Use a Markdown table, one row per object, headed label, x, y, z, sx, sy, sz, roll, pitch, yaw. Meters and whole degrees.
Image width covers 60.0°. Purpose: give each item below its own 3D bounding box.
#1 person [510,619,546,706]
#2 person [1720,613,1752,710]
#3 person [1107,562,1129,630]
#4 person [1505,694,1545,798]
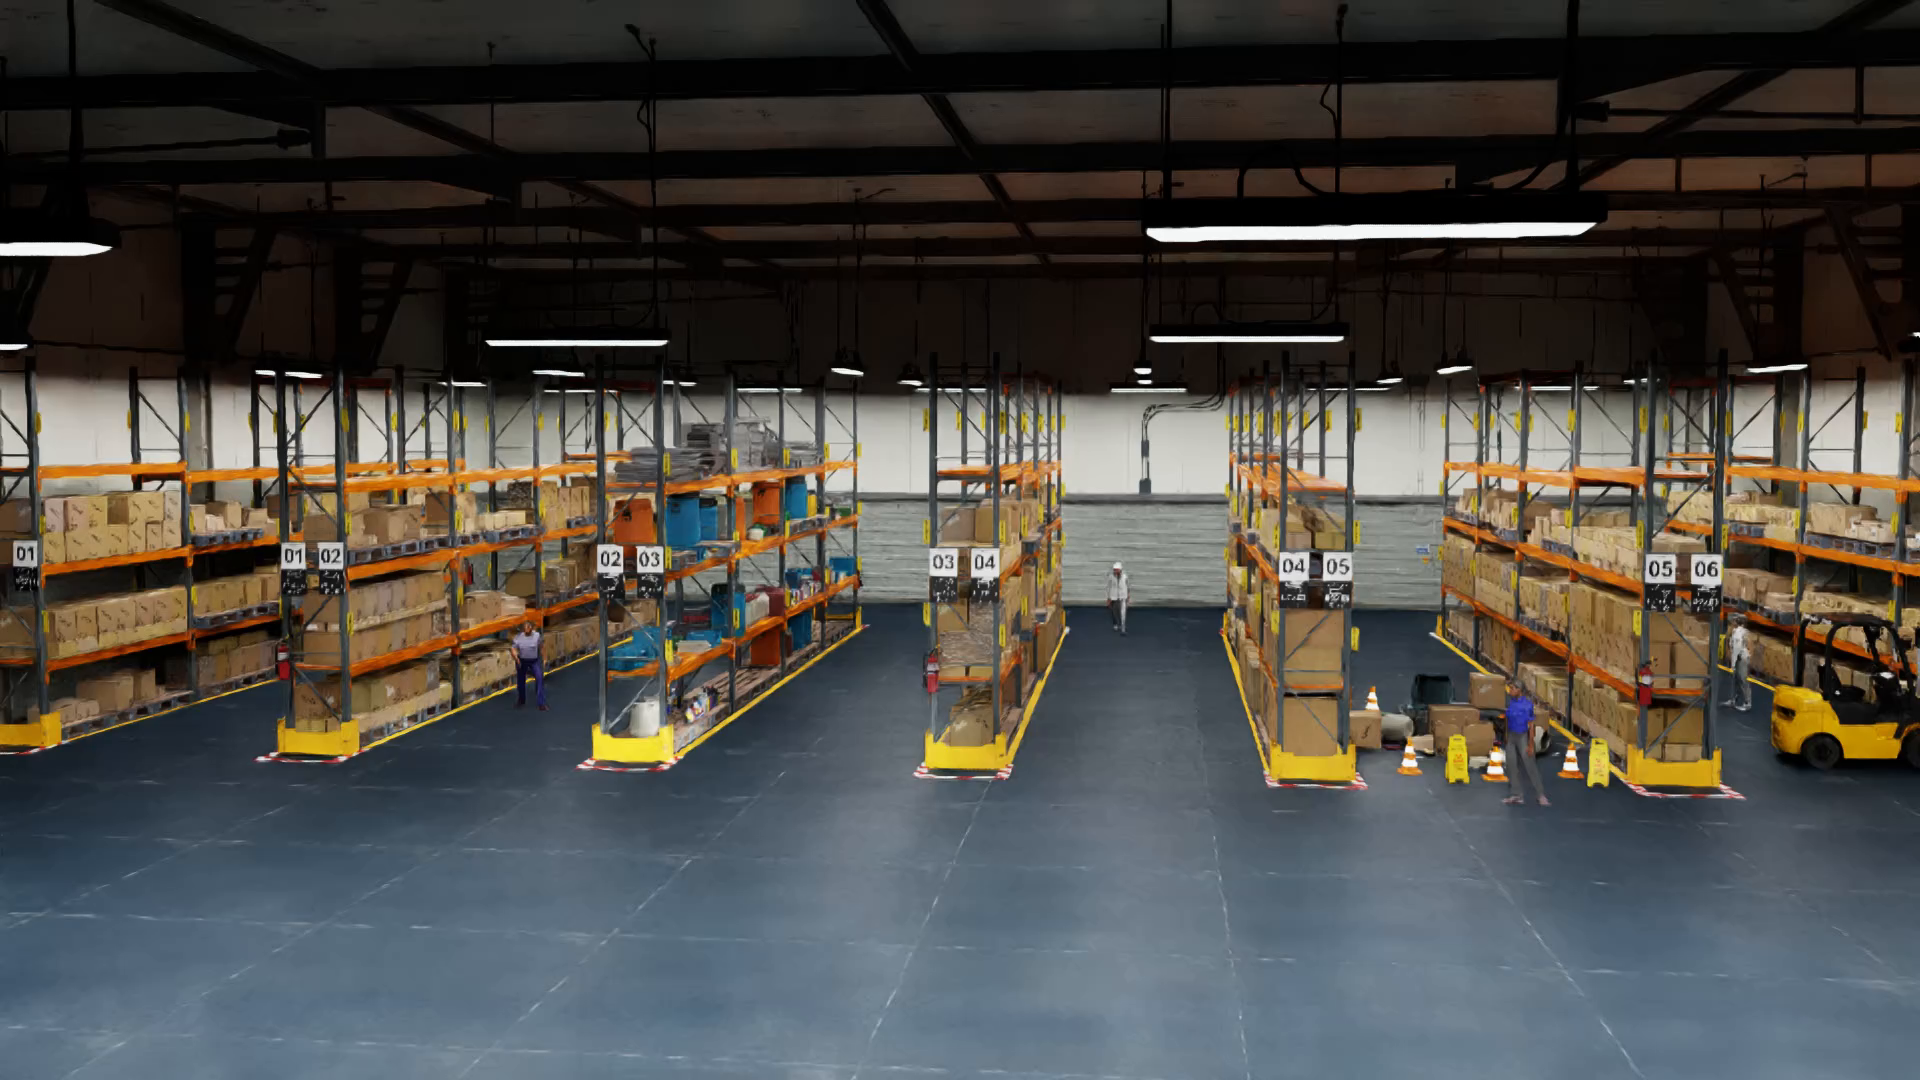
| label | x | y | z | sx | sy | sz | roll | pitch | yaw |
| --- | --- | --- | --- | --- | --- | --- | --- | --- | --- |
| person | -7.533 | 2.122 | 29.016 | 0.593 | 1.515 | 0.788 | -1 | 4 | -11 |
| person | 13.569 | 2.103 | 29.018 | 0.545 | 1.667 | 0.571 | 3 | 5 | 33 |
| person | 3.754 | 1.324 | 39.533 | 0.518 | 1.653 | 0.944 | 1 | 4 | 9 |
| person | 7.431 | 2.707 | 21.865 | 0.488 | 1.377 | 0.455 | -1 | 4 | -20 |
